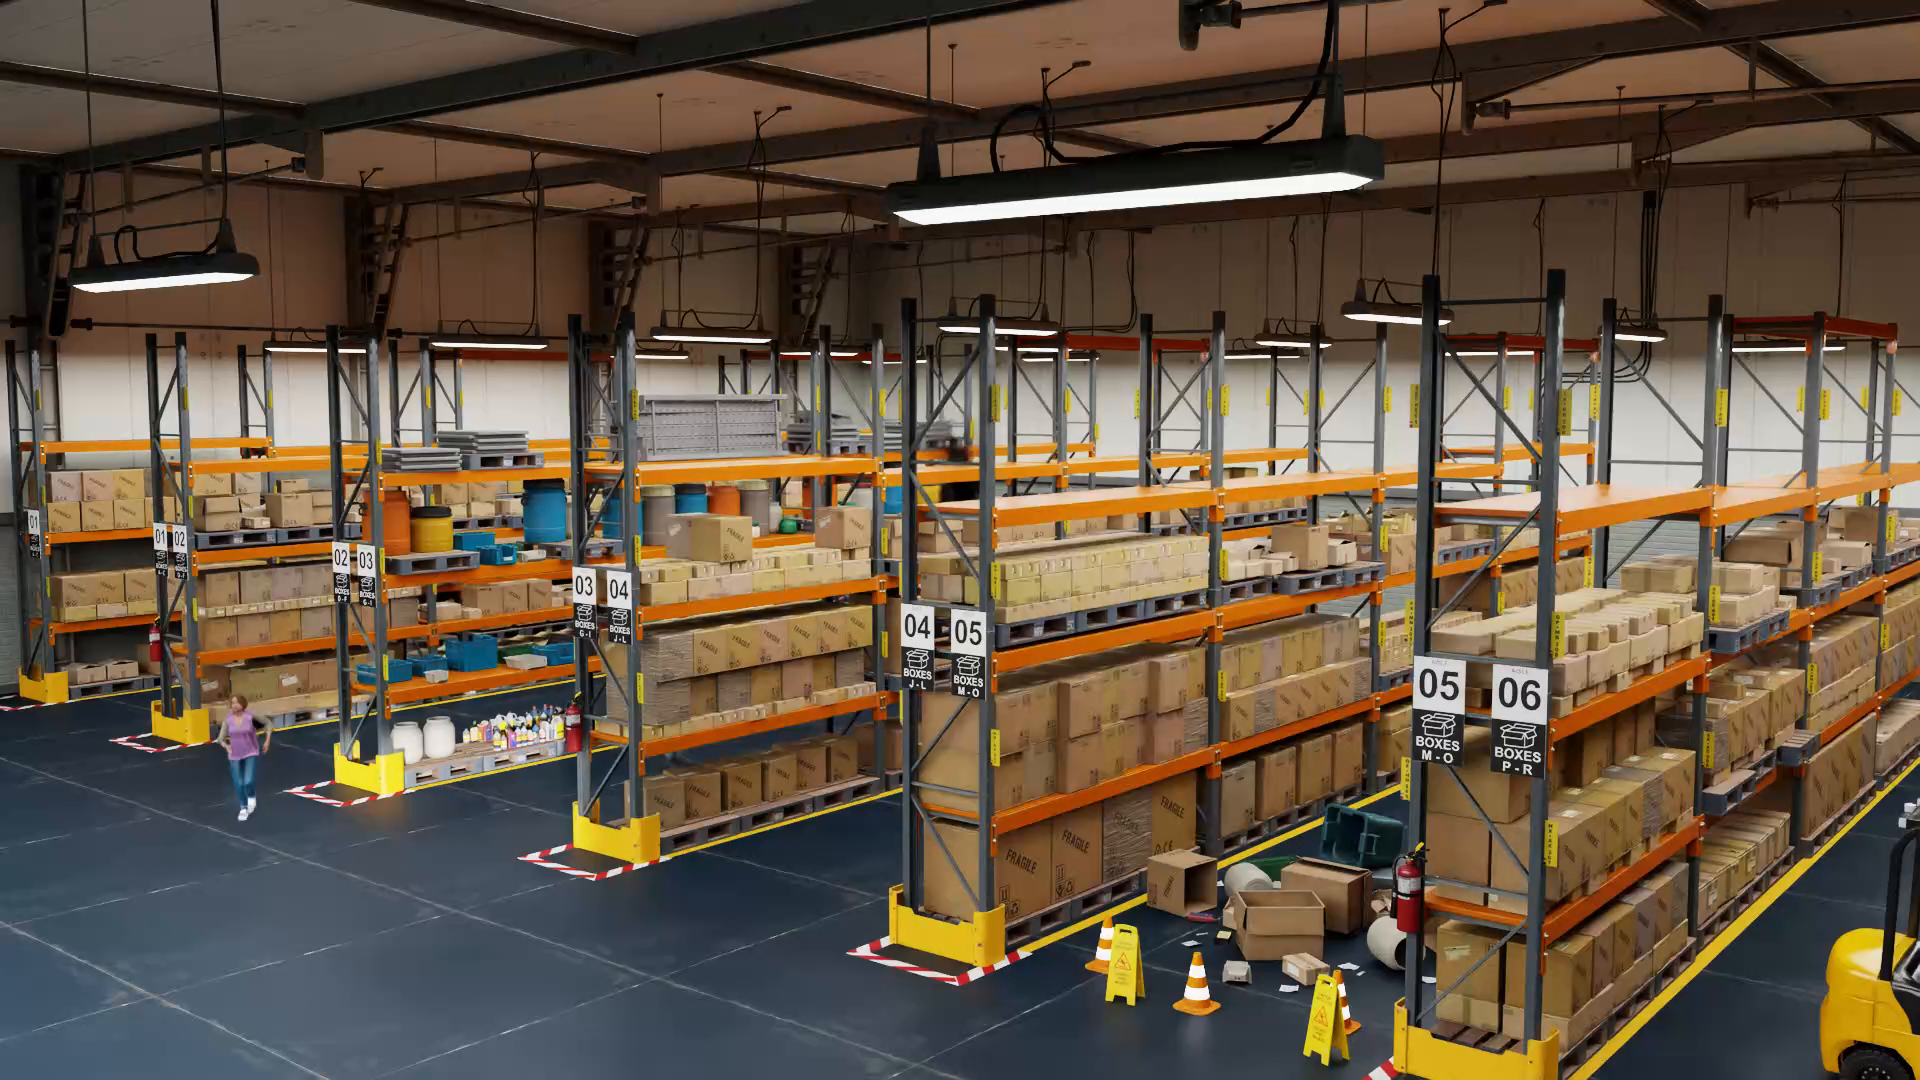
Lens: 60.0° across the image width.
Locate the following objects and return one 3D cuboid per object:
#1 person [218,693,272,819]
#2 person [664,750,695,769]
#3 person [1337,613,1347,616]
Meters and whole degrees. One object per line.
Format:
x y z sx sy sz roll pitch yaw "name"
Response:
-8.544 2.601 19.866 0.570 1.550 0.695 -1 5 -10 "person"
-3.660 2.384 21.304 0.674 1.721 0.569 4 7 40 "person"
5.810 2.008 25.351 0.662 1.801 0.710 5 7 45 "person"
